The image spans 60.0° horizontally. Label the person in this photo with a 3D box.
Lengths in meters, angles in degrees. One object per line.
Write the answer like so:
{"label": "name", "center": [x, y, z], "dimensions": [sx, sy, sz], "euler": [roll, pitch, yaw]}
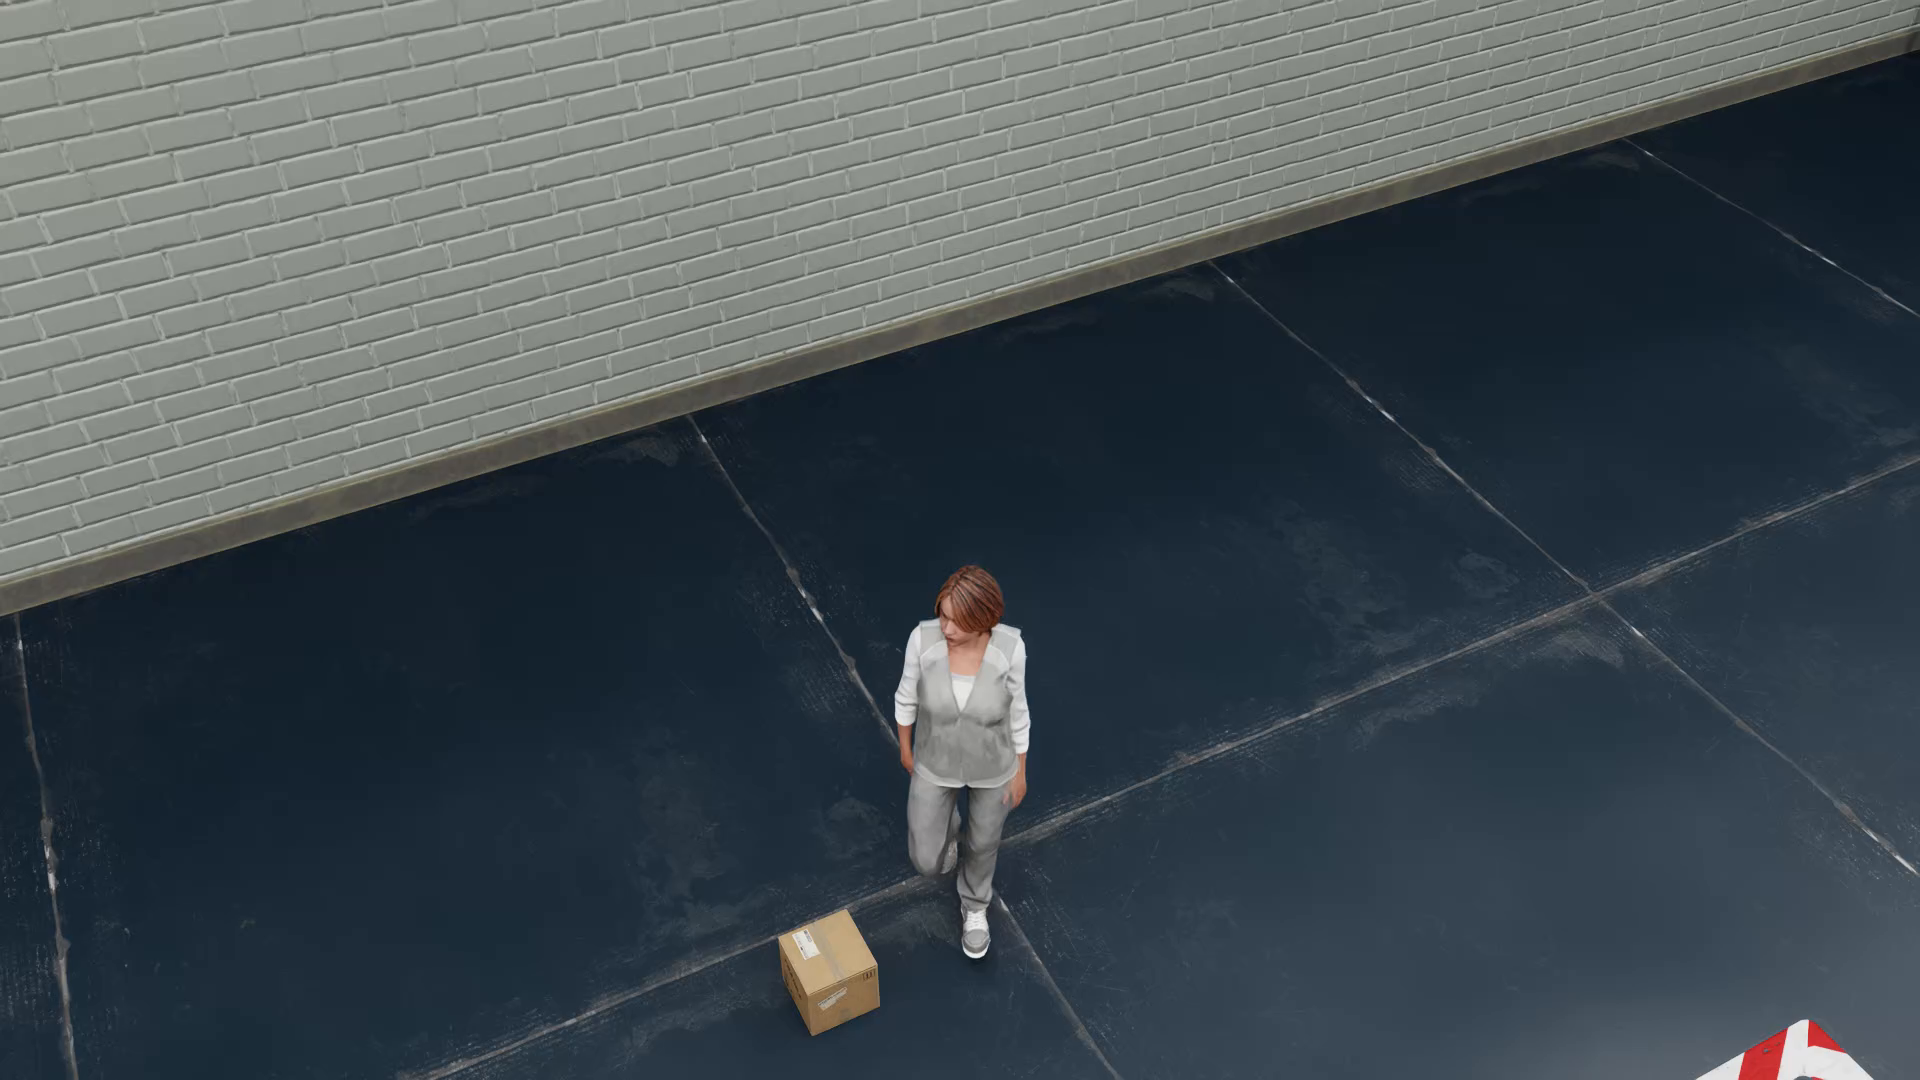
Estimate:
{"label": "person", "center": [0.009, 0.703, 5.358], "dimensions": [0.428, 1.588, 0.475], "euler": [0, 42, 1]}
